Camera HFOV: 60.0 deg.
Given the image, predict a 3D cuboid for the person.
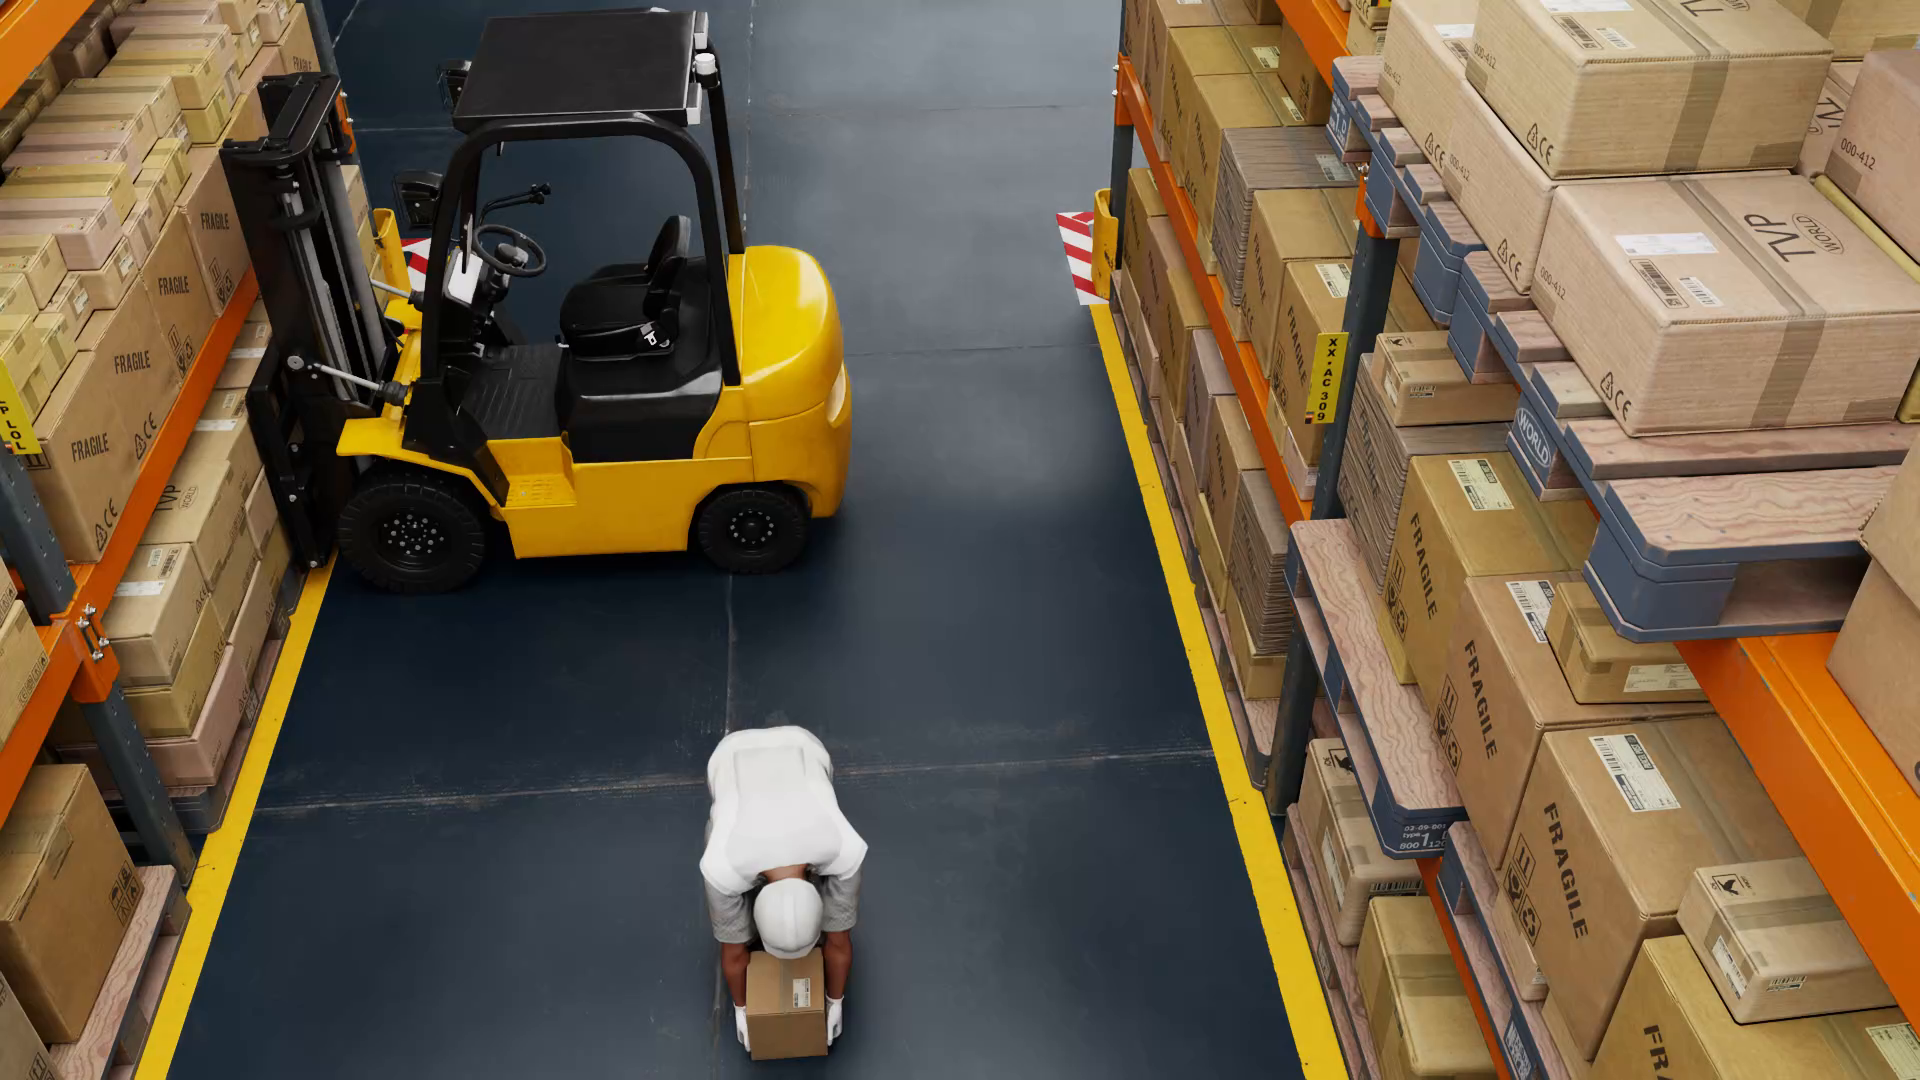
[{"bbox_3d":[-0.582,1.128,5.549,0.553,0.807,0.981,-4,39,-5],"label":"person"}]
